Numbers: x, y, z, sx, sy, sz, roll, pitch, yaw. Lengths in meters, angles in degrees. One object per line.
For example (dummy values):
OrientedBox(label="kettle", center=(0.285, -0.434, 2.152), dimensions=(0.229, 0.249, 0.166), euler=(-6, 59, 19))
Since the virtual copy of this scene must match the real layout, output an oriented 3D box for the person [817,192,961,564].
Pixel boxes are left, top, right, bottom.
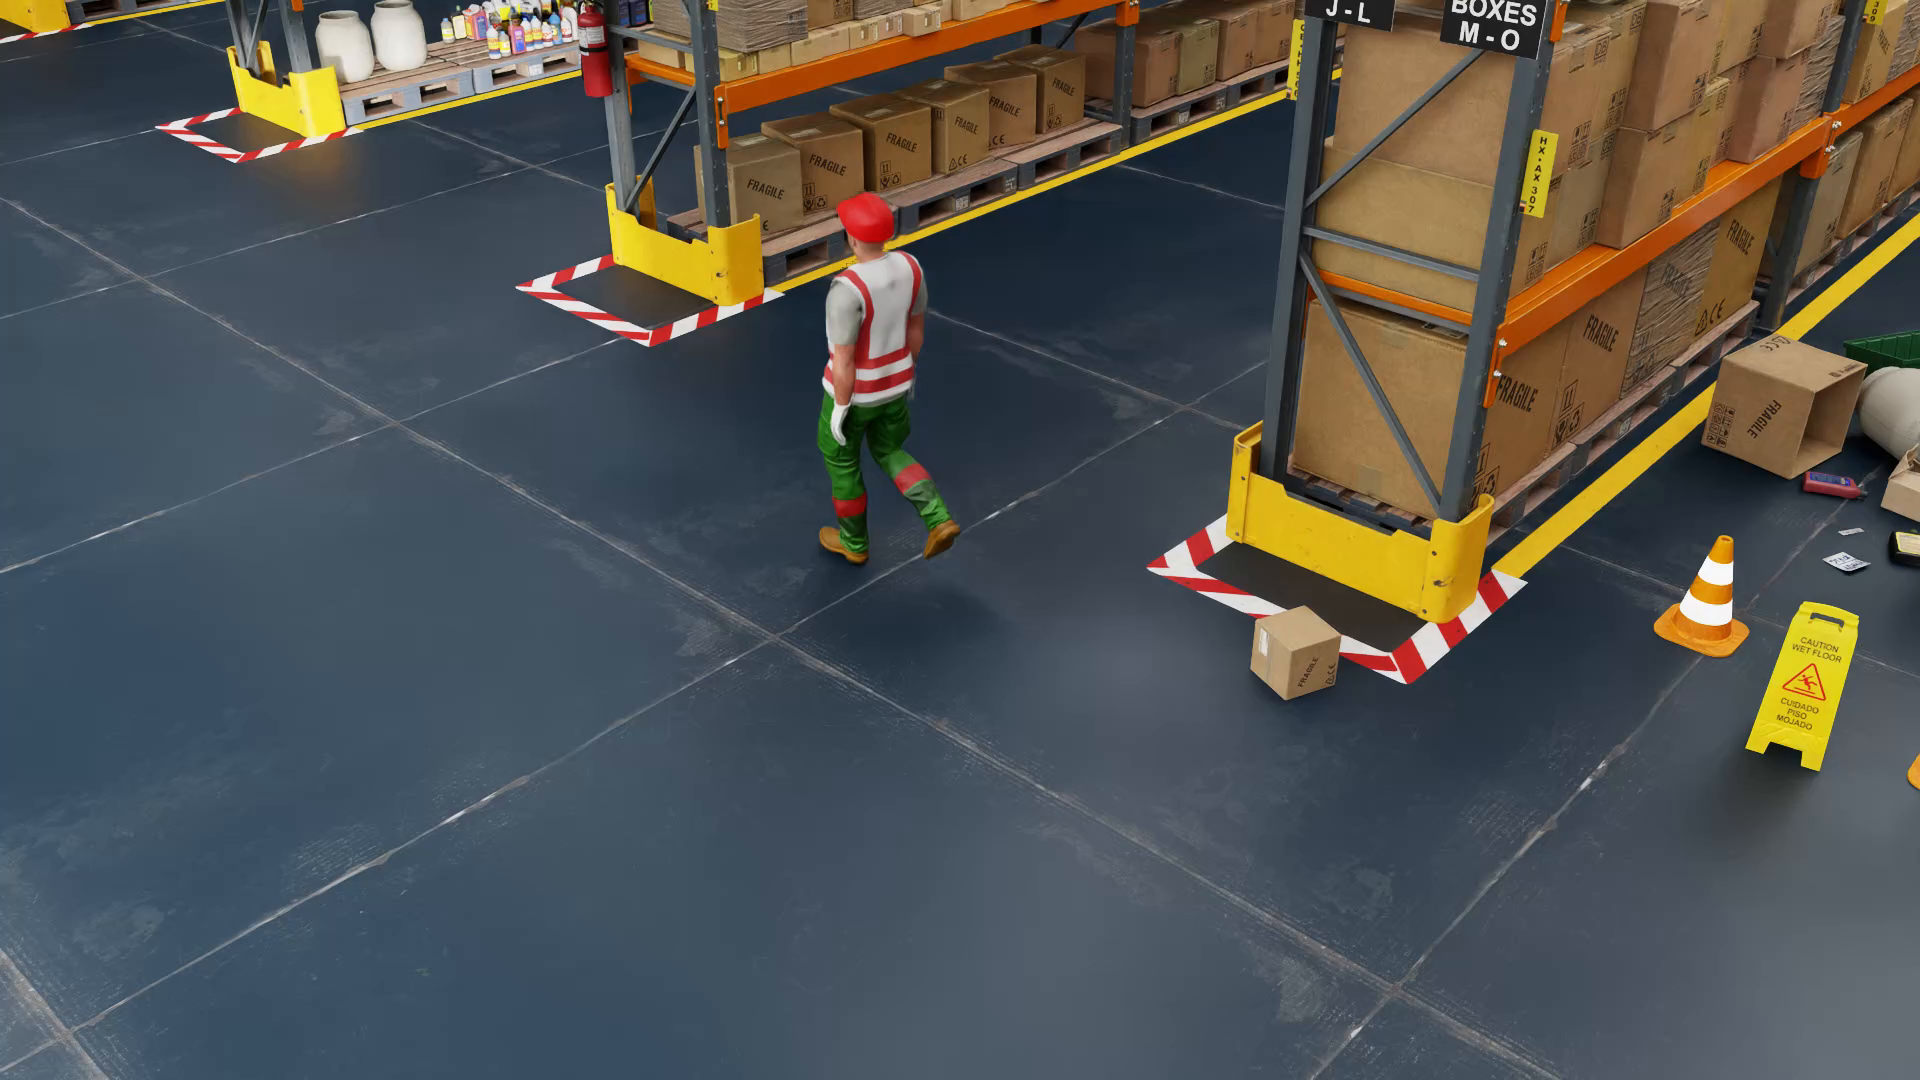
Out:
OrientedBox(label="person", center=(-0.351, -0.646, 7.159), dimensions=(0.537, 1.771, 0.745), euler=(-26, 40, -36))
